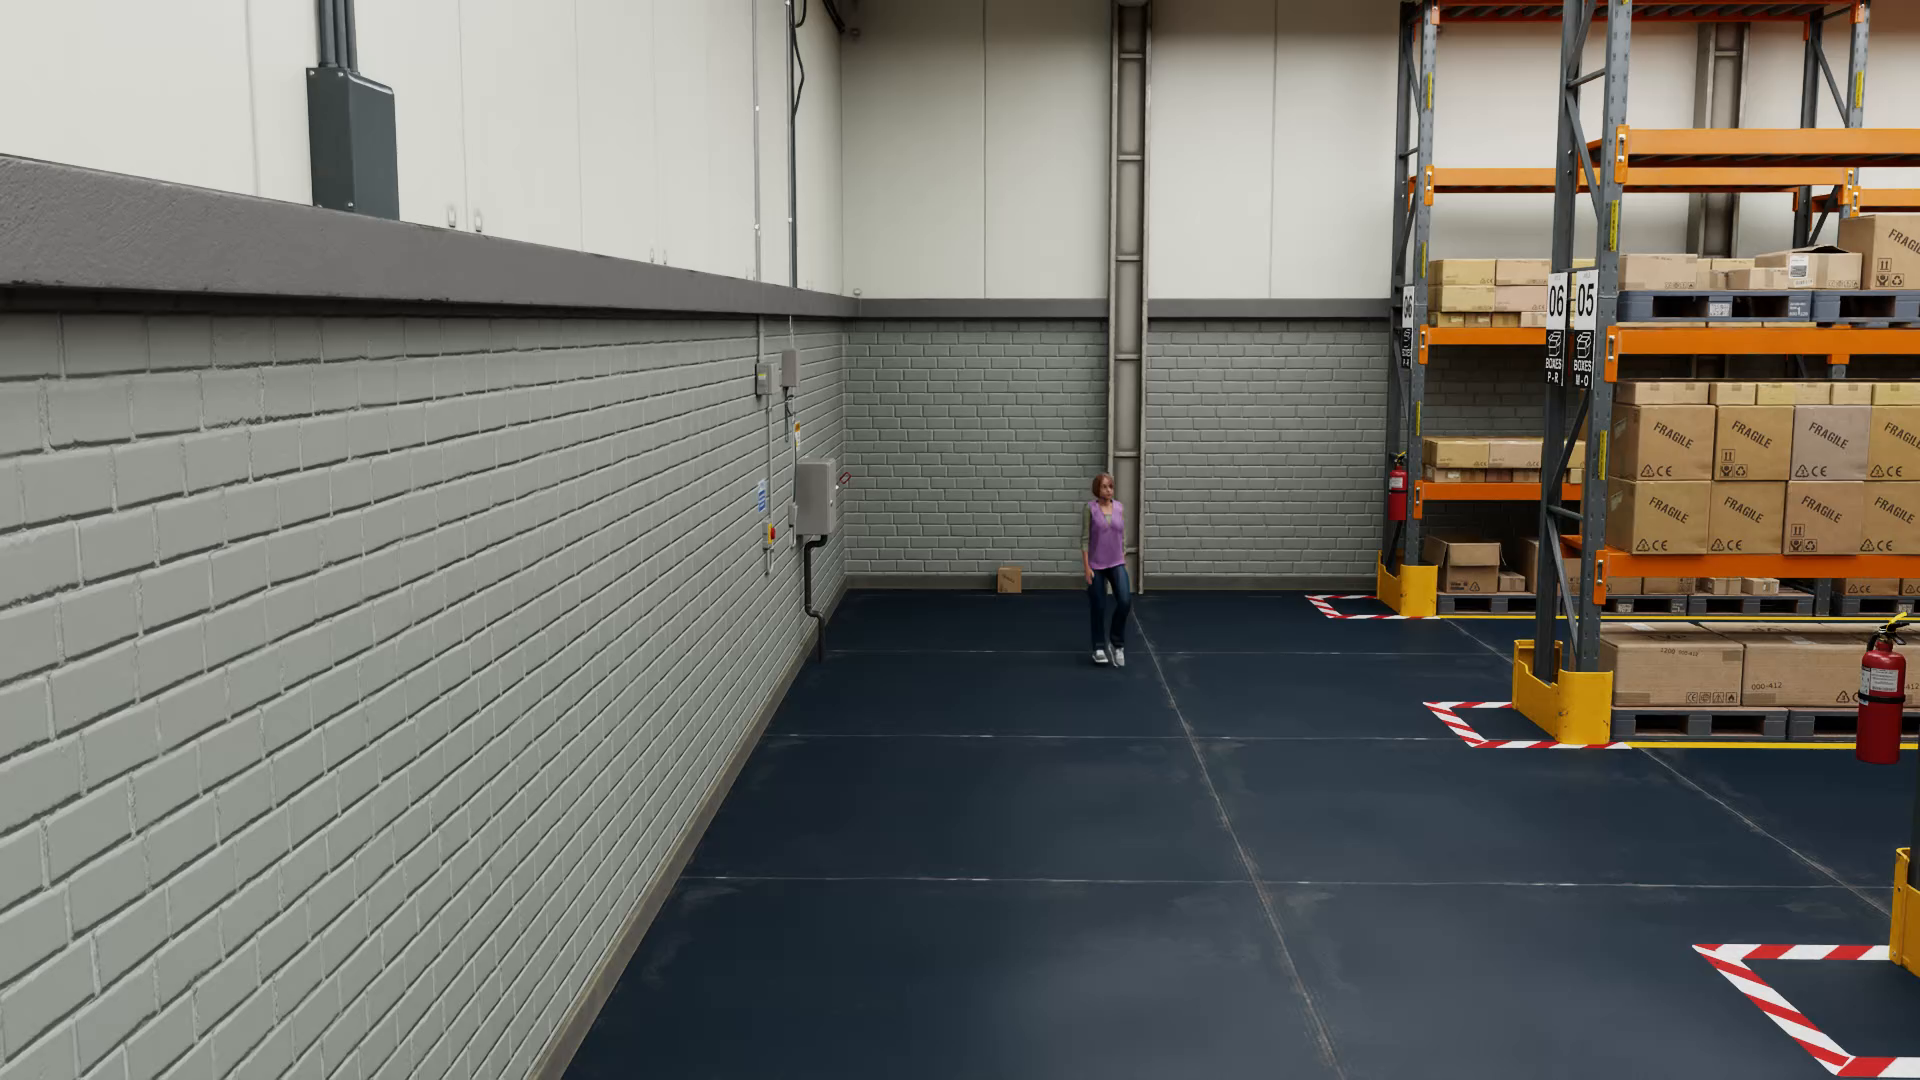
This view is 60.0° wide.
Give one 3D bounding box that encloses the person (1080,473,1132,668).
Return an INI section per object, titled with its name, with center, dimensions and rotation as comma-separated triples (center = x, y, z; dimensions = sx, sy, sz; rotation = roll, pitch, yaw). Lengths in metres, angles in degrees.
[person]
center = 1.198, 0.258, 13.808
dimensions = 0.415, 1.631, 0.451
rotation = -1, 8, -9
